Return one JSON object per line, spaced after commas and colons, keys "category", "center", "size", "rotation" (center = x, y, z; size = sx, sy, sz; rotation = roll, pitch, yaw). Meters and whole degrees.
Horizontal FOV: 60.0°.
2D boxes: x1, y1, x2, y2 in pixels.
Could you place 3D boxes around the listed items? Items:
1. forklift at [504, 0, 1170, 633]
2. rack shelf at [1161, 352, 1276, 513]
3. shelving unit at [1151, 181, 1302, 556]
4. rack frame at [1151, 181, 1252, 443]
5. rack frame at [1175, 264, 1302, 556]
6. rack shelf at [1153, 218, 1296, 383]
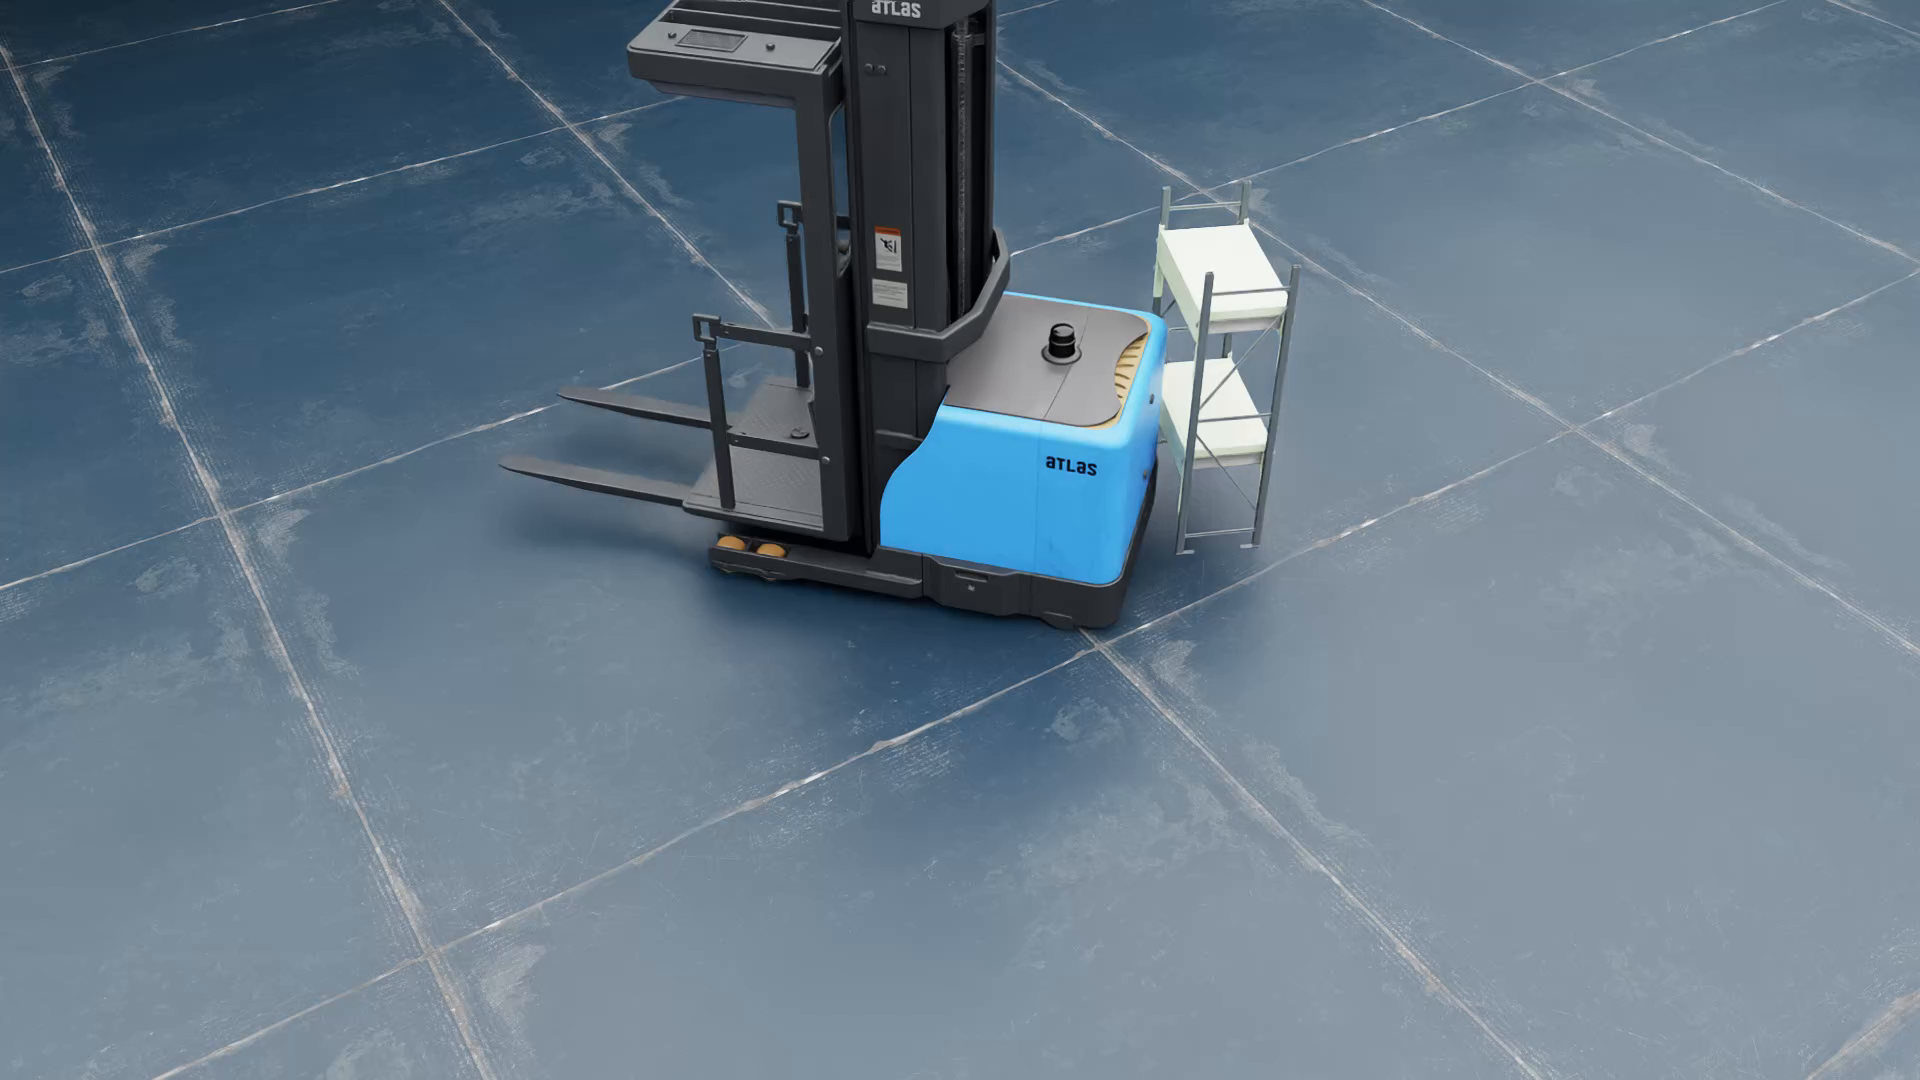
{"category": "forklift", "center": [-0.639, -1.271, 7.047], "size": [3.031, 2.935, 1.130], "rotation": [12, 41, 13]}
{"category": "rack shelf", "center": [1.147, -0.511, 7.761], "size": [0.431, 0.370, 0.720], "rotation": [-5, 40, -7]}
{"category": "shelving unit", "center": [1.147, -0.761, 7.552], "size": [0.431, 1.500, 0.755], "rotation": [-5, 40, -7]}
{"category": "rack frame", "center": [1.093, -0.993, 7.830], "size": [0.400, 1.500, 0.023], "rotation": [-5, 40, -7]}
{"category": "rack frame", "center": [1.201, -0.529, 7.274], "size": [0.400, 1.500, 0.023], "rotation": [-5, 40, -7]}
{"category": "rack shelf", "center": [1.147, -1.061, 7.302], "size": [0.431, 0.370, 0.720], "rotation": [-5, 40, -7]}
